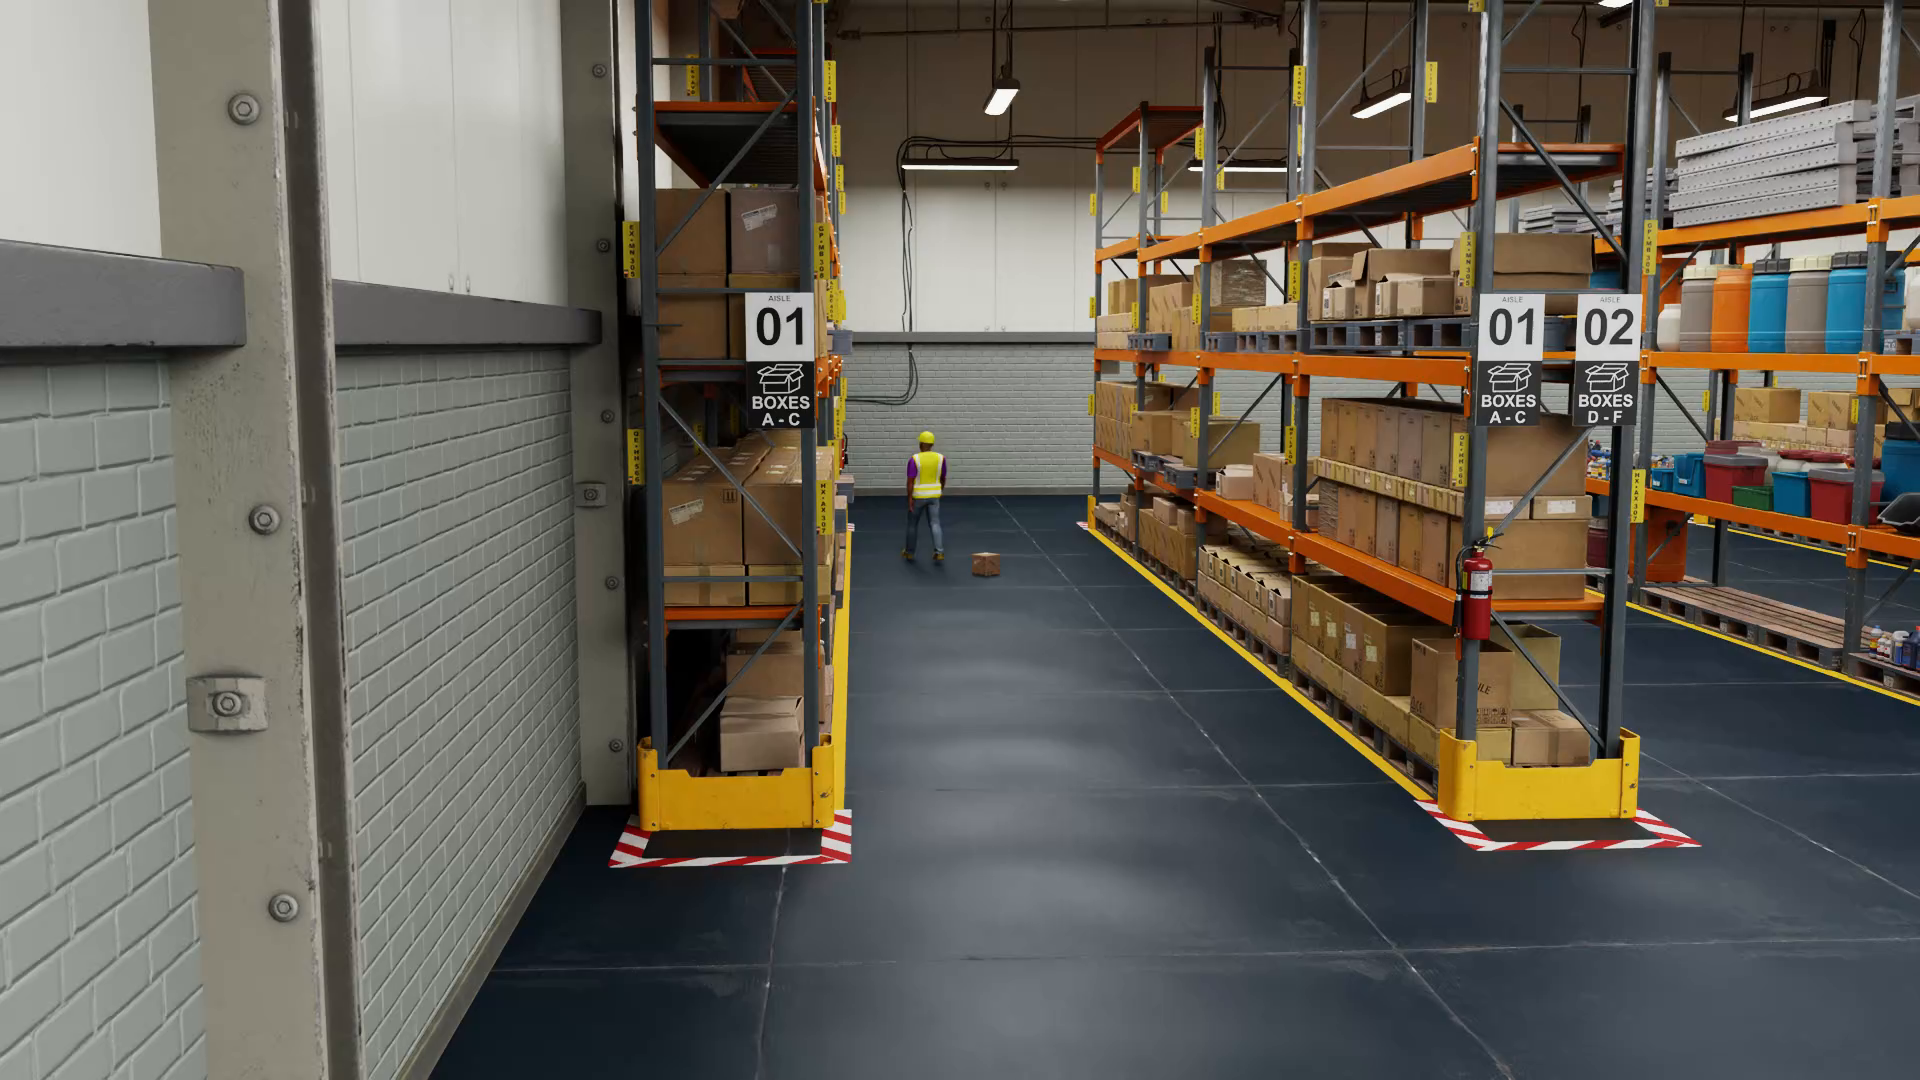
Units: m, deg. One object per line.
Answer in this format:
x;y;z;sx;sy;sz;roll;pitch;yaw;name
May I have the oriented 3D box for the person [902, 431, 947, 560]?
-0.473;-0.587;22.102;0.573;1.729;0.941;-2;7;-17;person
